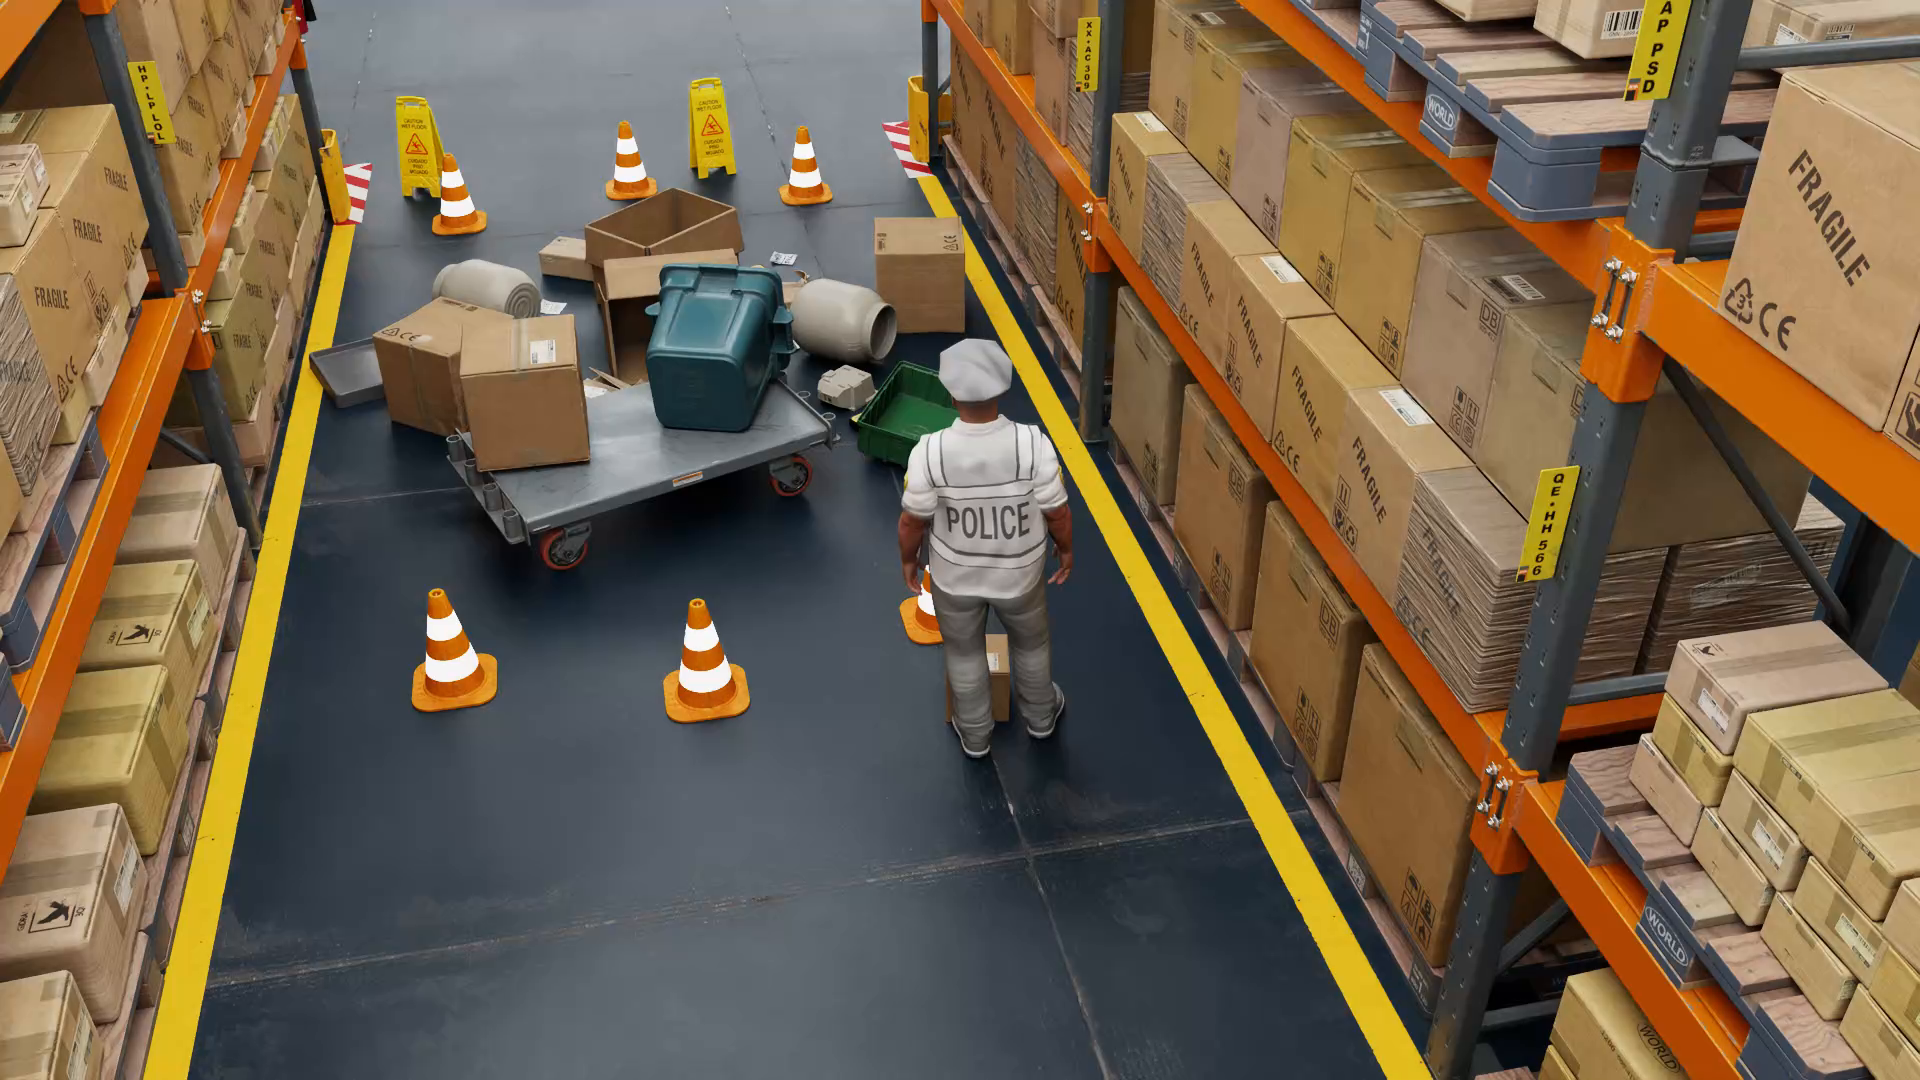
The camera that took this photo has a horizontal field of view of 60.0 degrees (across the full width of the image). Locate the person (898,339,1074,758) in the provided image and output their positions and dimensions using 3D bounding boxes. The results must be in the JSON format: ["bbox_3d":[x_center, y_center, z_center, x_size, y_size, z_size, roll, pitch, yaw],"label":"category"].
[{"bbox_3d":[0.101,0.032,6.047,0.640,1.780,0.575,0,34,0],"label":"person"}]
